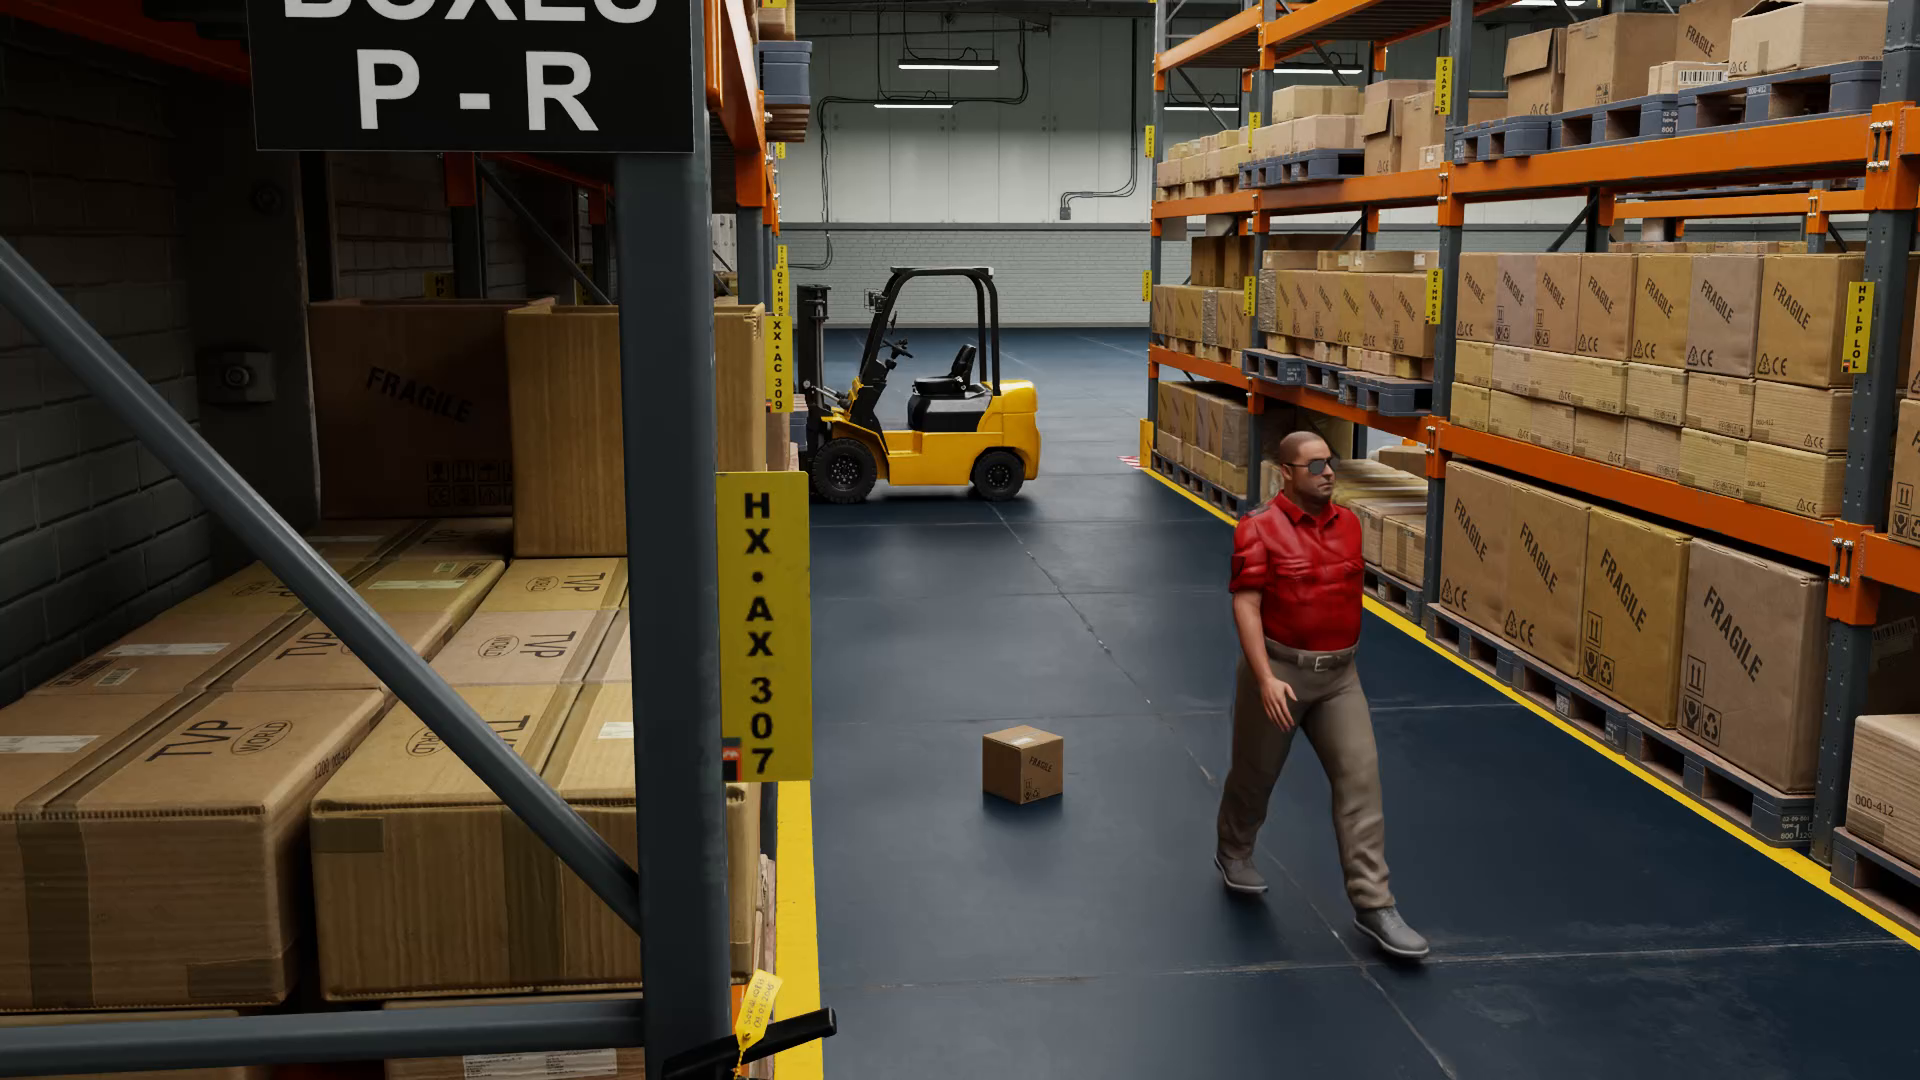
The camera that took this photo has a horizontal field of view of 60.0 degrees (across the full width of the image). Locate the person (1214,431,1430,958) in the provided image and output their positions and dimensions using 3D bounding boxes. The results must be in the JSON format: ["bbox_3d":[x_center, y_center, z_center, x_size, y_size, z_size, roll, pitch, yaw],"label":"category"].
[{"bbox_3d":[1.191,0.477,5.638,0.550,1.674,0.986,-4,11,-20],"label":"person"}]
